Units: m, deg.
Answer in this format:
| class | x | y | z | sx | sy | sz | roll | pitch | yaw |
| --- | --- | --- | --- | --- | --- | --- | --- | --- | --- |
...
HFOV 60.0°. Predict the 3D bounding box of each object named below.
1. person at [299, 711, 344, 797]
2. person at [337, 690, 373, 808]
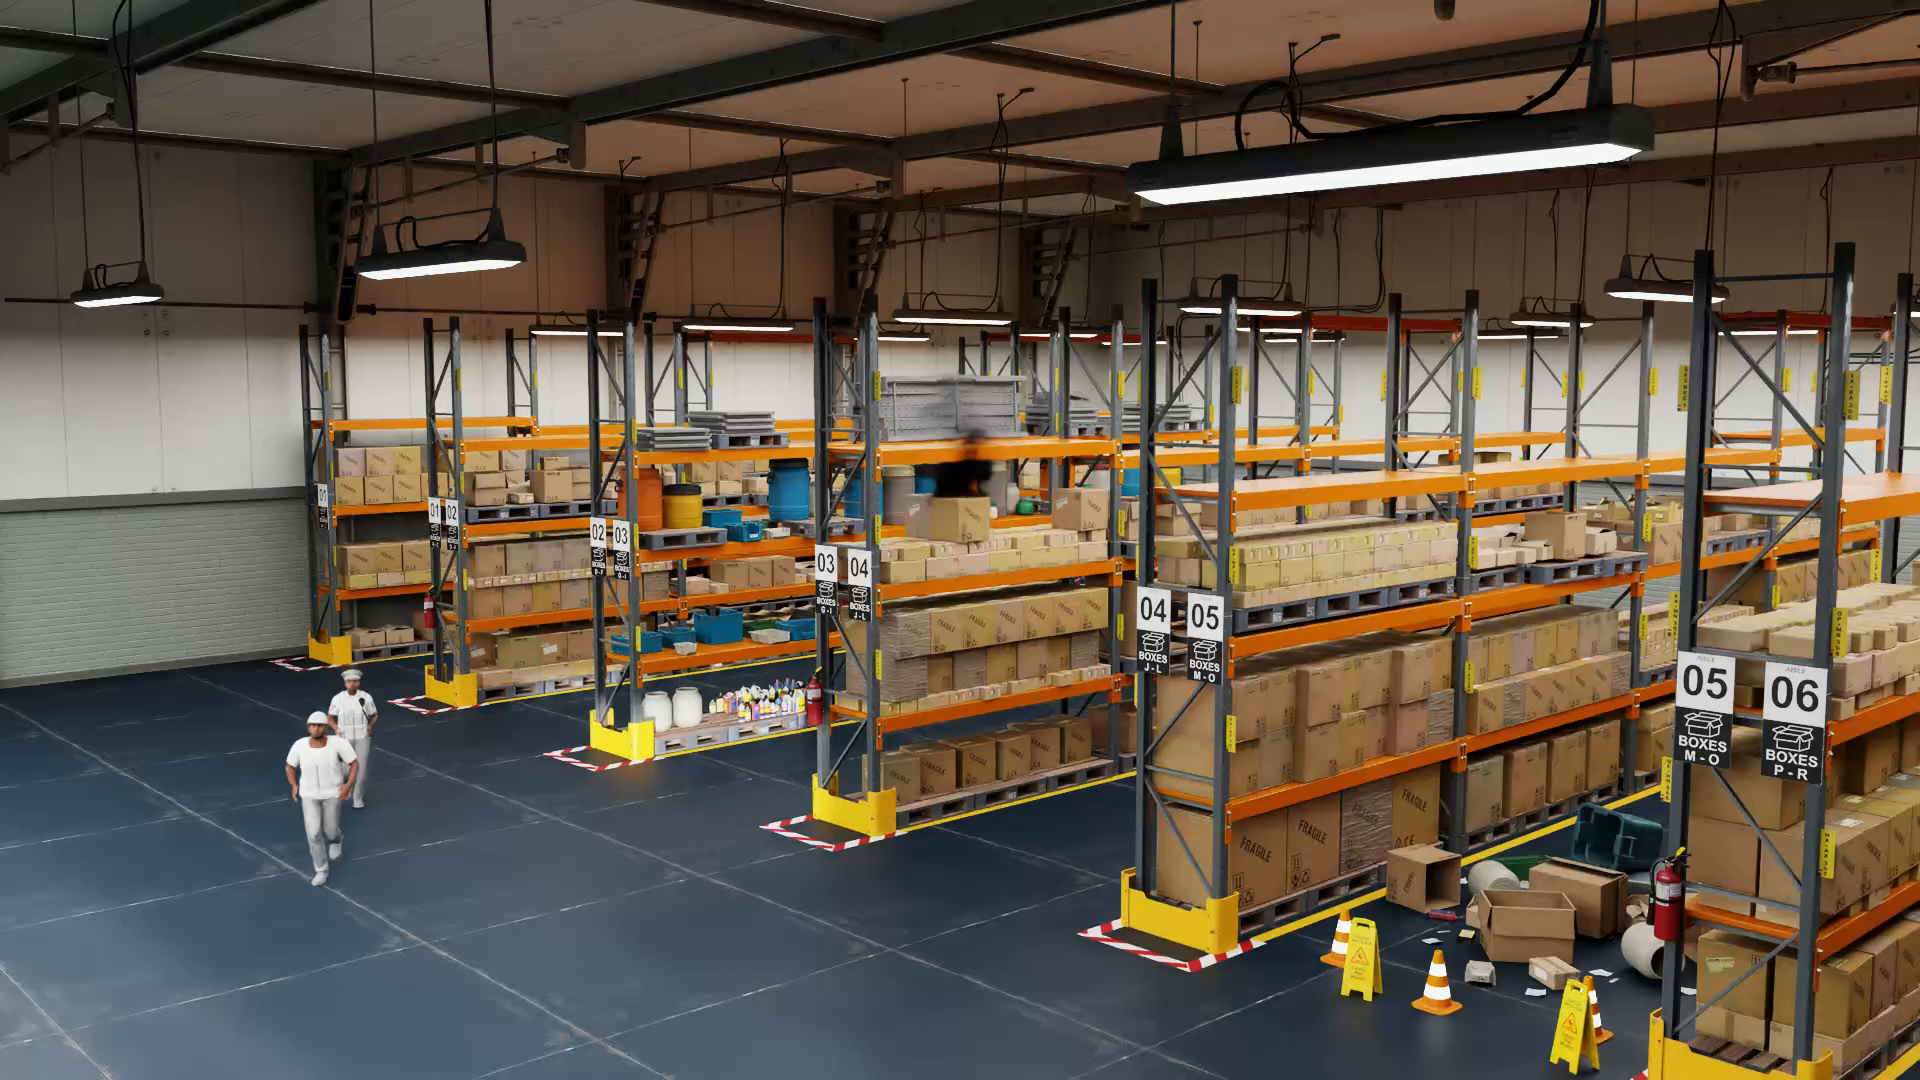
| class | x | y | z | sx | sy | sz | roll | pitch | yaw |
| --- | --- | --- | --- | --- | --- | --- | --- | --- | --- |
| person | -6.513 | 2.174 | 16.920 | 0.436 | 0.878 | 0.343 | -1 | 6 | -13 |
| person | -7.196 | 2.479 | 19.793 | 0.411 | 1.384 | 0.510 | -2 | 6 | -22 |
